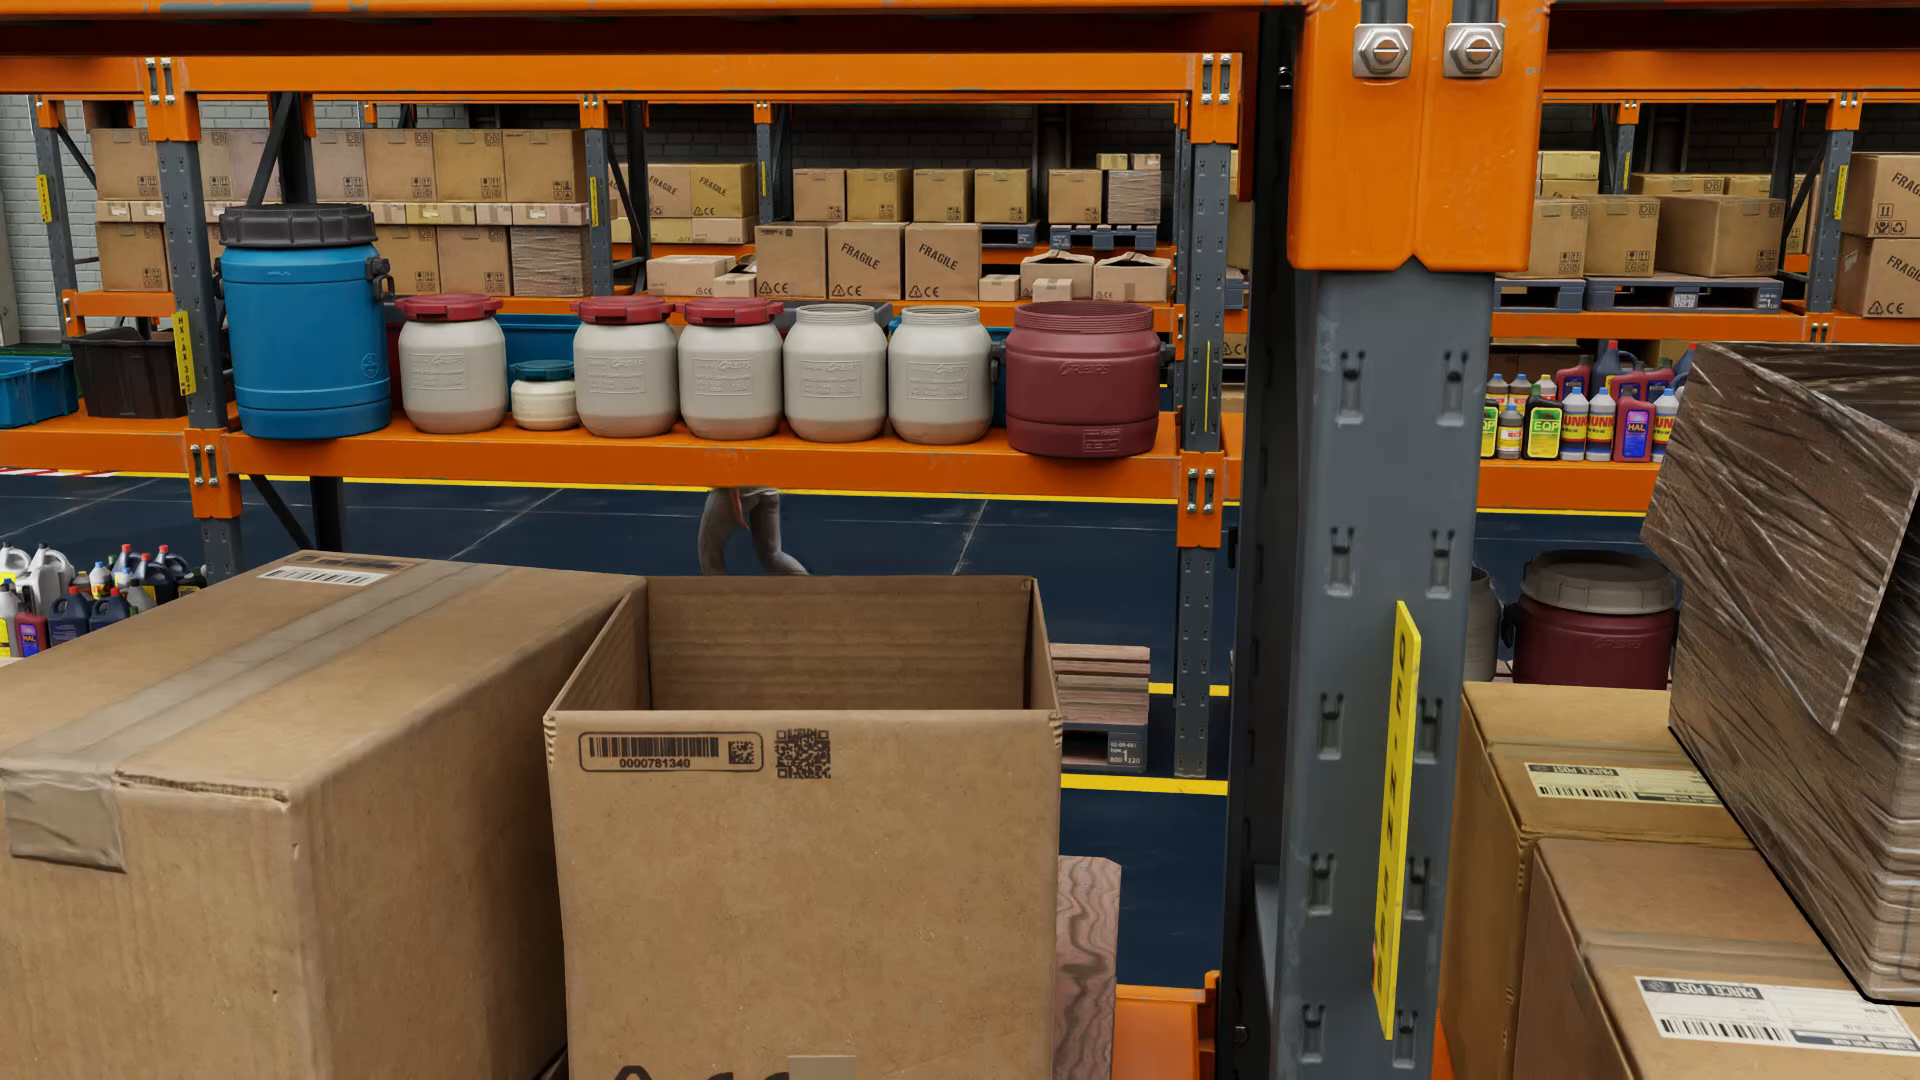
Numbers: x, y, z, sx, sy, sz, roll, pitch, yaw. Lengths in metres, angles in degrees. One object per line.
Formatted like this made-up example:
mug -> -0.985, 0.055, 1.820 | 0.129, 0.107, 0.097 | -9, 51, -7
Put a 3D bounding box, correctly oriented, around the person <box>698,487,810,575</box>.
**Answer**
person -> -0.991, -0.235, 7.971 | 0.896, 1.552, 0.416 | 10, 18, 34
